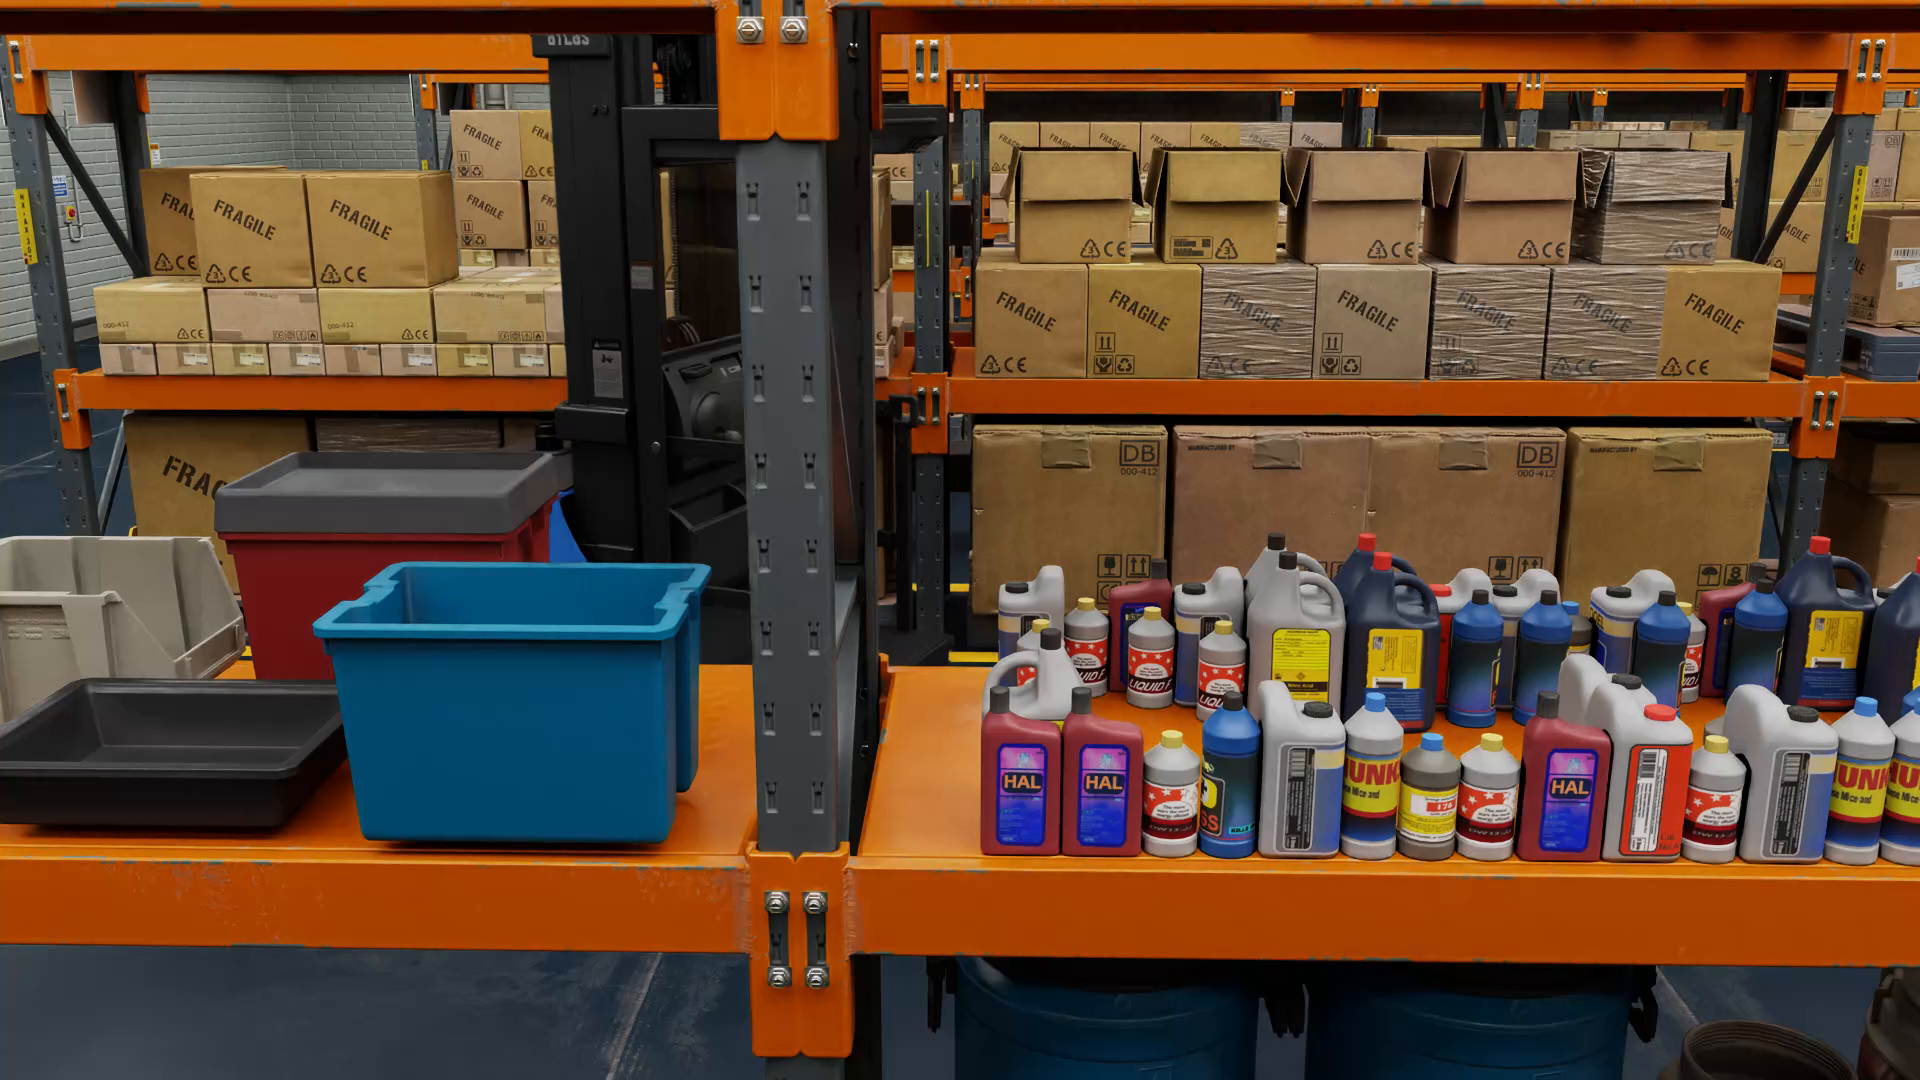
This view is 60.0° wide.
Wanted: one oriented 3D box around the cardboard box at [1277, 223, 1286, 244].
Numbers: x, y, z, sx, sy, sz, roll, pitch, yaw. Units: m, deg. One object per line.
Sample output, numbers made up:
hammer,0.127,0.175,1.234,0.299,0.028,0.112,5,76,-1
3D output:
cardboard box,2.311,-2.266,12.216,0.250,0.149,0.380,1,15,3

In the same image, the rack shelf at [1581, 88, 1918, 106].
rack shelf,10.245,-5.881,21.779,4.000,0.370,1.077,0,15,1

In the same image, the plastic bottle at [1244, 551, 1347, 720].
plastic bottle,0.669,0.196,3.313,0.185,0.351,0.144,0,15,1

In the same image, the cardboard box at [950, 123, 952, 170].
cardboard box,-0.345,-4.174,17.625,0.500,0.500,0.500,0,15,2

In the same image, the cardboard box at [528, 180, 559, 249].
cardboard box,-2.922,-2.462,12.513,0.500,0.500,0.500,0,15,2

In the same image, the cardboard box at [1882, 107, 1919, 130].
cardboard box,9.568,-4.124,16.851,0.500,0.500,0.700,0,15,0

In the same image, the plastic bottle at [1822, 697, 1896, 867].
plastic bottle,1.471,0.391,2.731,0.097,0.271,0.097,0,15,0

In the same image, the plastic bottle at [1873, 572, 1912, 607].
plastic bottle,1.933,0.205,3.427,0.135,0.276,0.152,0,15,1

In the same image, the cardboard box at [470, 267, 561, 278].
cardboard box,-2.099,-1.203,8.230,0.500,0.250,0.500,0,15,2

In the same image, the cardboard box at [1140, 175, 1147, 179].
cardboard box,1.295,-2.725,12.793,0.250,0.149,0.380,0,15,1

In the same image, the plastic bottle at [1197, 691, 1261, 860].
plastic bottle,0.447,0.384,2.757,0.097,0.271,0.097,0,15,0

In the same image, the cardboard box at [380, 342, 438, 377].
cardboard box,-2.495,-0.860,7.714,0.250,0.149,0.380,0,15,1

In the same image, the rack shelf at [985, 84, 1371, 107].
rack shelf,2.124,-4.667,17.179,4.000,0.370,1.077,0,15,1

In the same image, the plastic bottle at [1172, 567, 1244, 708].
plastic bottle,0.513,0.195,3.462,0.135,0.276,0.152,0,15,1

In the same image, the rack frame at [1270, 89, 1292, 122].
rack frame,4.247,-4.817,22.218,0.127,3.000,1.000,0,15,1

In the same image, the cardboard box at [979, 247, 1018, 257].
cardboard box,0.346,-1.165,8.180,0.500,0.500,0.500,0,15,2

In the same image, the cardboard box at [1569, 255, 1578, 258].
cardboard box,2.876,-1.148,8.114,0.500,0.500,0.500,0,15,0

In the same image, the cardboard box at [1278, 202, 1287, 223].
cardboard box,2.303,-2.409,12.176,0.250,0.149,0.380,1,15,3

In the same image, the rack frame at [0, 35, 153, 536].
rack frame,-4.127,-1.076,8.039,0.127,3.000,1.000,0,15,1

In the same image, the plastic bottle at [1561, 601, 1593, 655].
plastic bottle,1.268,0.230,3.480,0.097,0.201,0.097,0,15,0

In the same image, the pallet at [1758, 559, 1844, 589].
pallet,4.652,0.330,8.176,1.213,0.211,1.003,0,15,1

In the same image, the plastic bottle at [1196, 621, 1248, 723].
plastic bottle,0.528,0.263,3.351,0.097,0.201,0.097,0,15,0

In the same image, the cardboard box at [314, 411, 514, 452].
cardboard box,-2.575,-0.262,8.296,0.875,0.875,0.875,0,15,1

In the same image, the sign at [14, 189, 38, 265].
sign,-4.147,-1.392,7.382,0.005,0.325,0.100,0,15,1

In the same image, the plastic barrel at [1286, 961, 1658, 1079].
plastic barrel,0.996,1.037,3.319,0.708,0.901,0.600,0,15,1

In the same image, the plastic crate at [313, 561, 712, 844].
plastic crate,-0.730,0.276,2.829,0.575,0.384,0.392,0,15,1

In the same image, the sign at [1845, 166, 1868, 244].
sign,3.859,-1.442,7.157,0.005,0.325,0.100,0,15,1

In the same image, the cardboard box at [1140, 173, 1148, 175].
cardboard box,2.089,-3.663,17.157,0.500,0.250,0.500,0,15,0

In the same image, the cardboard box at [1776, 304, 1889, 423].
cardboard box,6.510,-1.366,12.724,0.750,0.750,1.050,0,15,1

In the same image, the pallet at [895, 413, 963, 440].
pallet,-0.573,-0.961,13.070,1.213,0.211,1.003,0,15,1

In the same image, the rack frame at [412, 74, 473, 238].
rack frame,-3.899,-2.340,12.831,0.127,3.000,1.000,0,15,1

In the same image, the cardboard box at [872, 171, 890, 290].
cardboard box,-0.595,-1.419,7.579,0.500,0.500,0.500,1,15,3

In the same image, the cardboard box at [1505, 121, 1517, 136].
cardboard box,5.766,-4.321,17.466,0.250,0.149,0.380,0,15,-1

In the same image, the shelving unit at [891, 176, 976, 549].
shelving unit,-0.165,-1.016,9.576,0.503,2.100,0.431,0,15,1

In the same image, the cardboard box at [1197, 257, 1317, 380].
cardboard box,1.328,-1.025,7.650,0.500,0.500,0.500,0,15,0

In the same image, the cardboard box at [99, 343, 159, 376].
cardboard box,-3.781,-0.868,7.743,0.250,0.149,0.380,1,15,2

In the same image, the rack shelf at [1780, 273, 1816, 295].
rack shelf,6.097,-1.927,12.676,4.000,0.370,1.077,0,15,1

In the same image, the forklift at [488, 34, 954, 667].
forklift,-0.670,-0.596,6.354,3.031,2.935,1.130,6,16,23

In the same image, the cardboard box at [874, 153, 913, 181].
cardboard box,-0.377,-2.924,12.304,0.500,0.500,0.500,0,15,-1

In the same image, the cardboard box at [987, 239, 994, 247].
cardboard box,0.747,-2.769,17.799,0.875,0.875,0.875,1,15,3

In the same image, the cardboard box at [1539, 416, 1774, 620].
cardboard box,3.181,-0.210,8.096,0.875,0.875,1.225,0,15,-1

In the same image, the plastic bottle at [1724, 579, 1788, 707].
plastic bottle,1.632,0.214,3.403,0.097,0.271,0.097,0,15,0

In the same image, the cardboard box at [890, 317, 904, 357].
cardboard box,-0.416,-1.015,8.301,0.250,0.149,0.380,0,15,2

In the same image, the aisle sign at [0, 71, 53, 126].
aisle sign,-4.207,-2.257,7.419,0.004,0.787,0.394,0,15,1

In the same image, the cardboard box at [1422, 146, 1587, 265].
cardboard box,2.488,-1.571,7.753,0.637,0.503,0.797,1,15,3

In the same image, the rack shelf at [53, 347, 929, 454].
rack shelf,-2.128,-0.715,8.081,4.000,0.370,1.077,0,15,1

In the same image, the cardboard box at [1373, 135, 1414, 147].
cardboard box,4.585,-4.014,17.574,0.500,0.500,0.500,0,15,0

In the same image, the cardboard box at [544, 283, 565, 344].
cardboard box,-1.604,-1.063,7.701,0.500,0.250,0.500,1,15,3

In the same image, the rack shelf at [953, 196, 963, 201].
rack shelf,-1.752,-4.508,22.458,4.000,0.370,1.077,0,15,1

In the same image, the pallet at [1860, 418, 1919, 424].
pallet,7.323,-0.900,12.836,1.213,0.211,1.003,0,15,1

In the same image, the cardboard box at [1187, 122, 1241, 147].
cardboard box,2.591,-4.026,17.063,0.500,0.500,0.500,0,15,1

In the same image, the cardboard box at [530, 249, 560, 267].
cardboard box,-3.061,-2.127,12.513,0.250,0.149,0.380,0,15,0

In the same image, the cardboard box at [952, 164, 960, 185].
cardboard box,-0.267,-4.856,22.075,0.500,0.250,0.500,1,15,3

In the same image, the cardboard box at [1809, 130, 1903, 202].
cardboard box,6.581,-2.802,12.424,0.500,0.500,0.700,0,15,2

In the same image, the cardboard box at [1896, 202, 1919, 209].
cardboard box,7.063,-2.249,12.289,0.500,0.500,0.500,0,15,1
